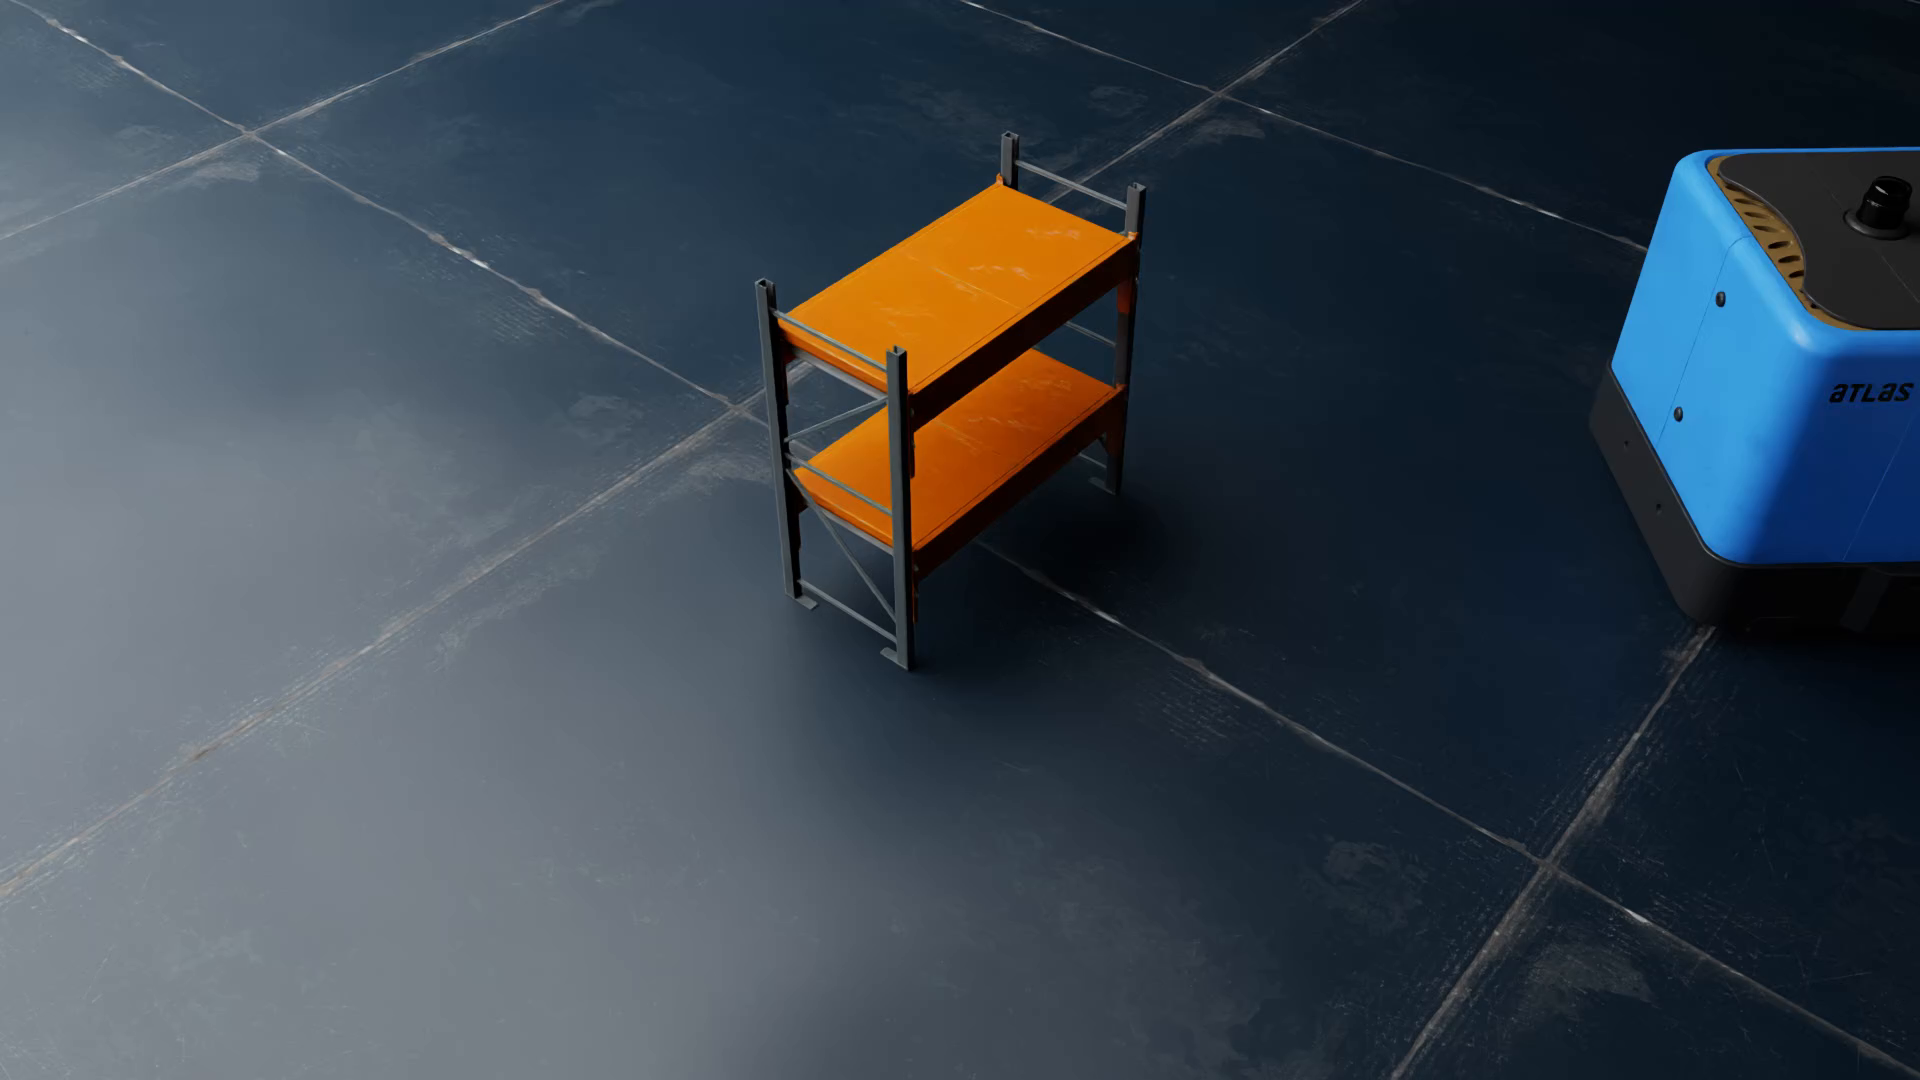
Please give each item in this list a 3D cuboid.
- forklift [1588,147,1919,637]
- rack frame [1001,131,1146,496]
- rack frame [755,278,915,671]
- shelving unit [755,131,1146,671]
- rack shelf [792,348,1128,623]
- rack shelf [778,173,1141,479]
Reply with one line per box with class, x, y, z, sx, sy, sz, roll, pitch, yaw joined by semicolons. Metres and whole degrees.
forklift;3.629;-1.154;4.341;3.031;2.935;1.130;-1;42;-1
rack frame;0.323;-0.674;5.156;0.500;1.125;0.032;29;50;28
rack frame;-0.332;-0.151;4.580;0.500;1.125;0.032;29;50;28
shelving unit;-0.004;-0.413;4.868;0.538;1.125;1.048;29;50;28
rack shelf;-0.004;-0.232;5.032;0.538;0.278;1.000;29;50;28
rack shelf;-0.004;-0.629;4.671;0.538;0.278;1.000;29;50;28
